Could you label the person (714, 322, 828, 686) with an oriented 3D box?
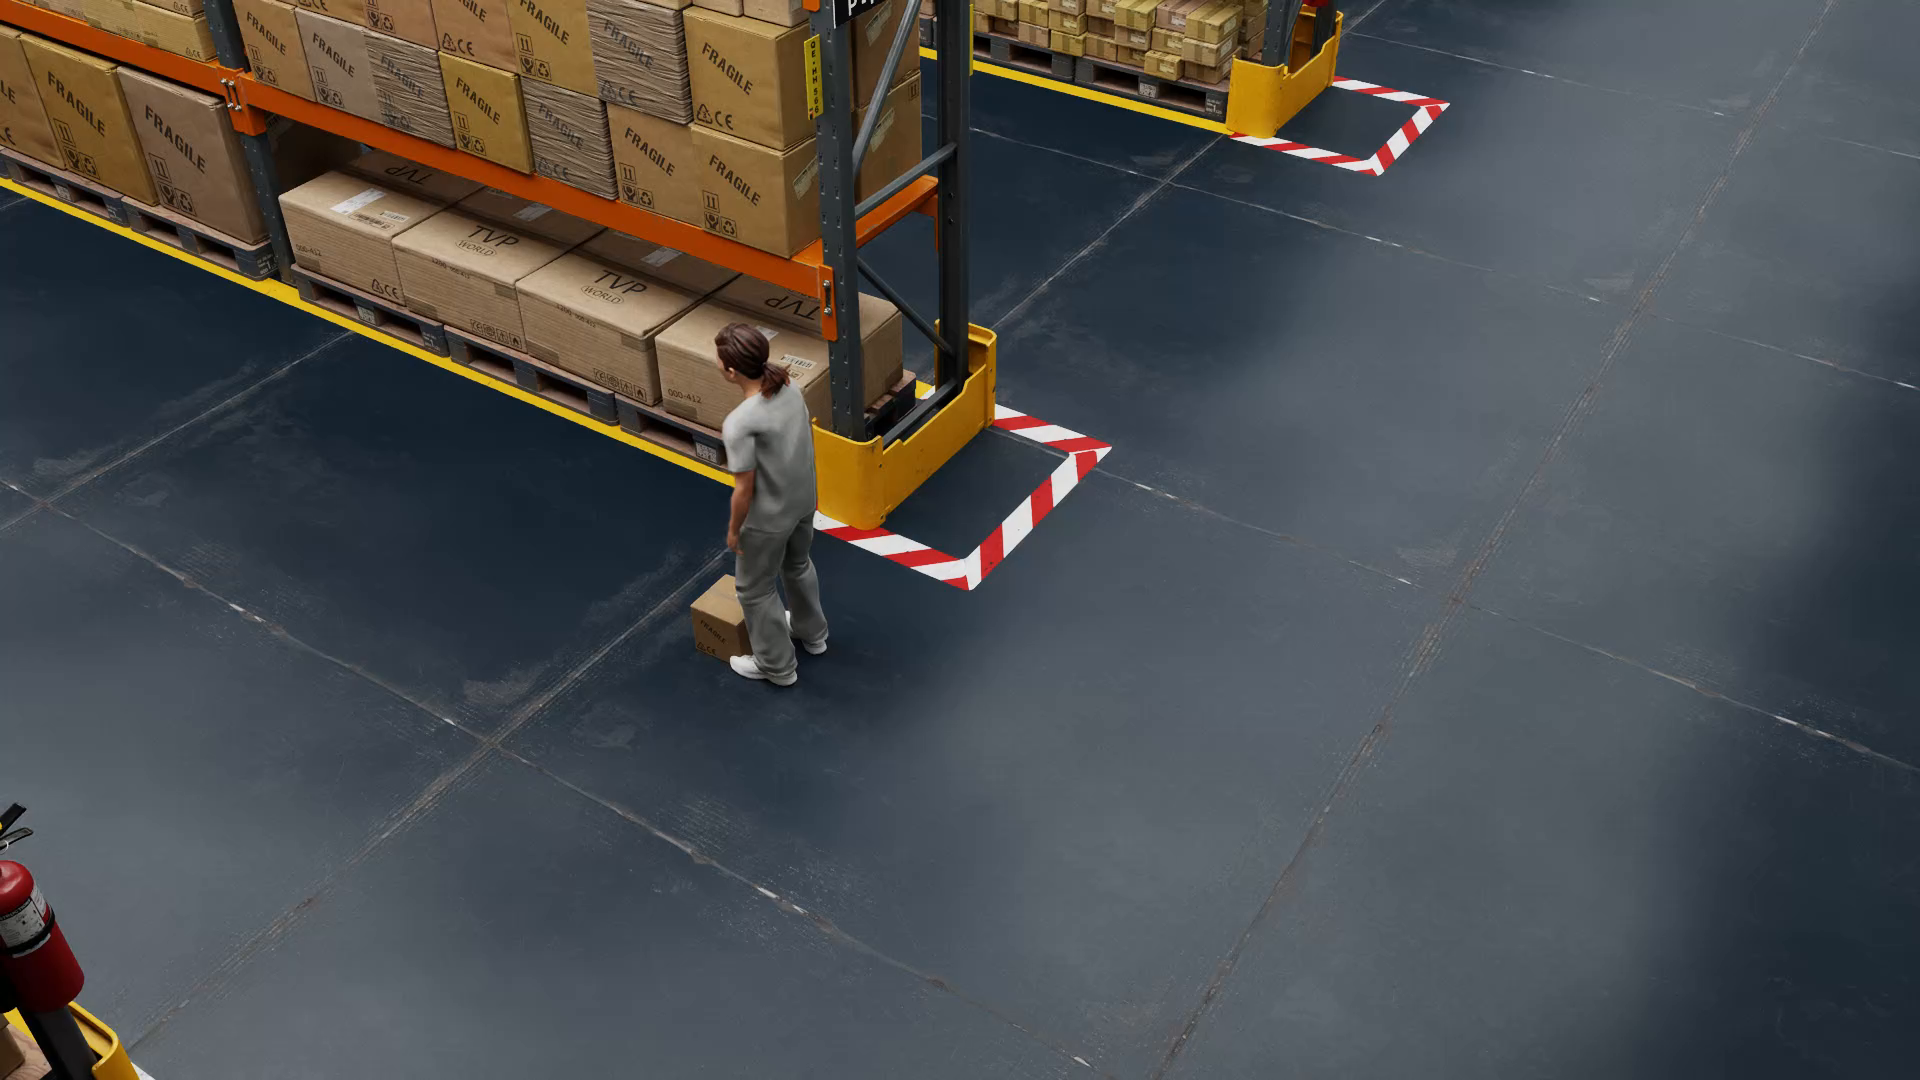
[{"bbox_3d":[-0.761,-0.130,6.656,0.360,1.672,0.486,21,43,24],"label":"person"}]
